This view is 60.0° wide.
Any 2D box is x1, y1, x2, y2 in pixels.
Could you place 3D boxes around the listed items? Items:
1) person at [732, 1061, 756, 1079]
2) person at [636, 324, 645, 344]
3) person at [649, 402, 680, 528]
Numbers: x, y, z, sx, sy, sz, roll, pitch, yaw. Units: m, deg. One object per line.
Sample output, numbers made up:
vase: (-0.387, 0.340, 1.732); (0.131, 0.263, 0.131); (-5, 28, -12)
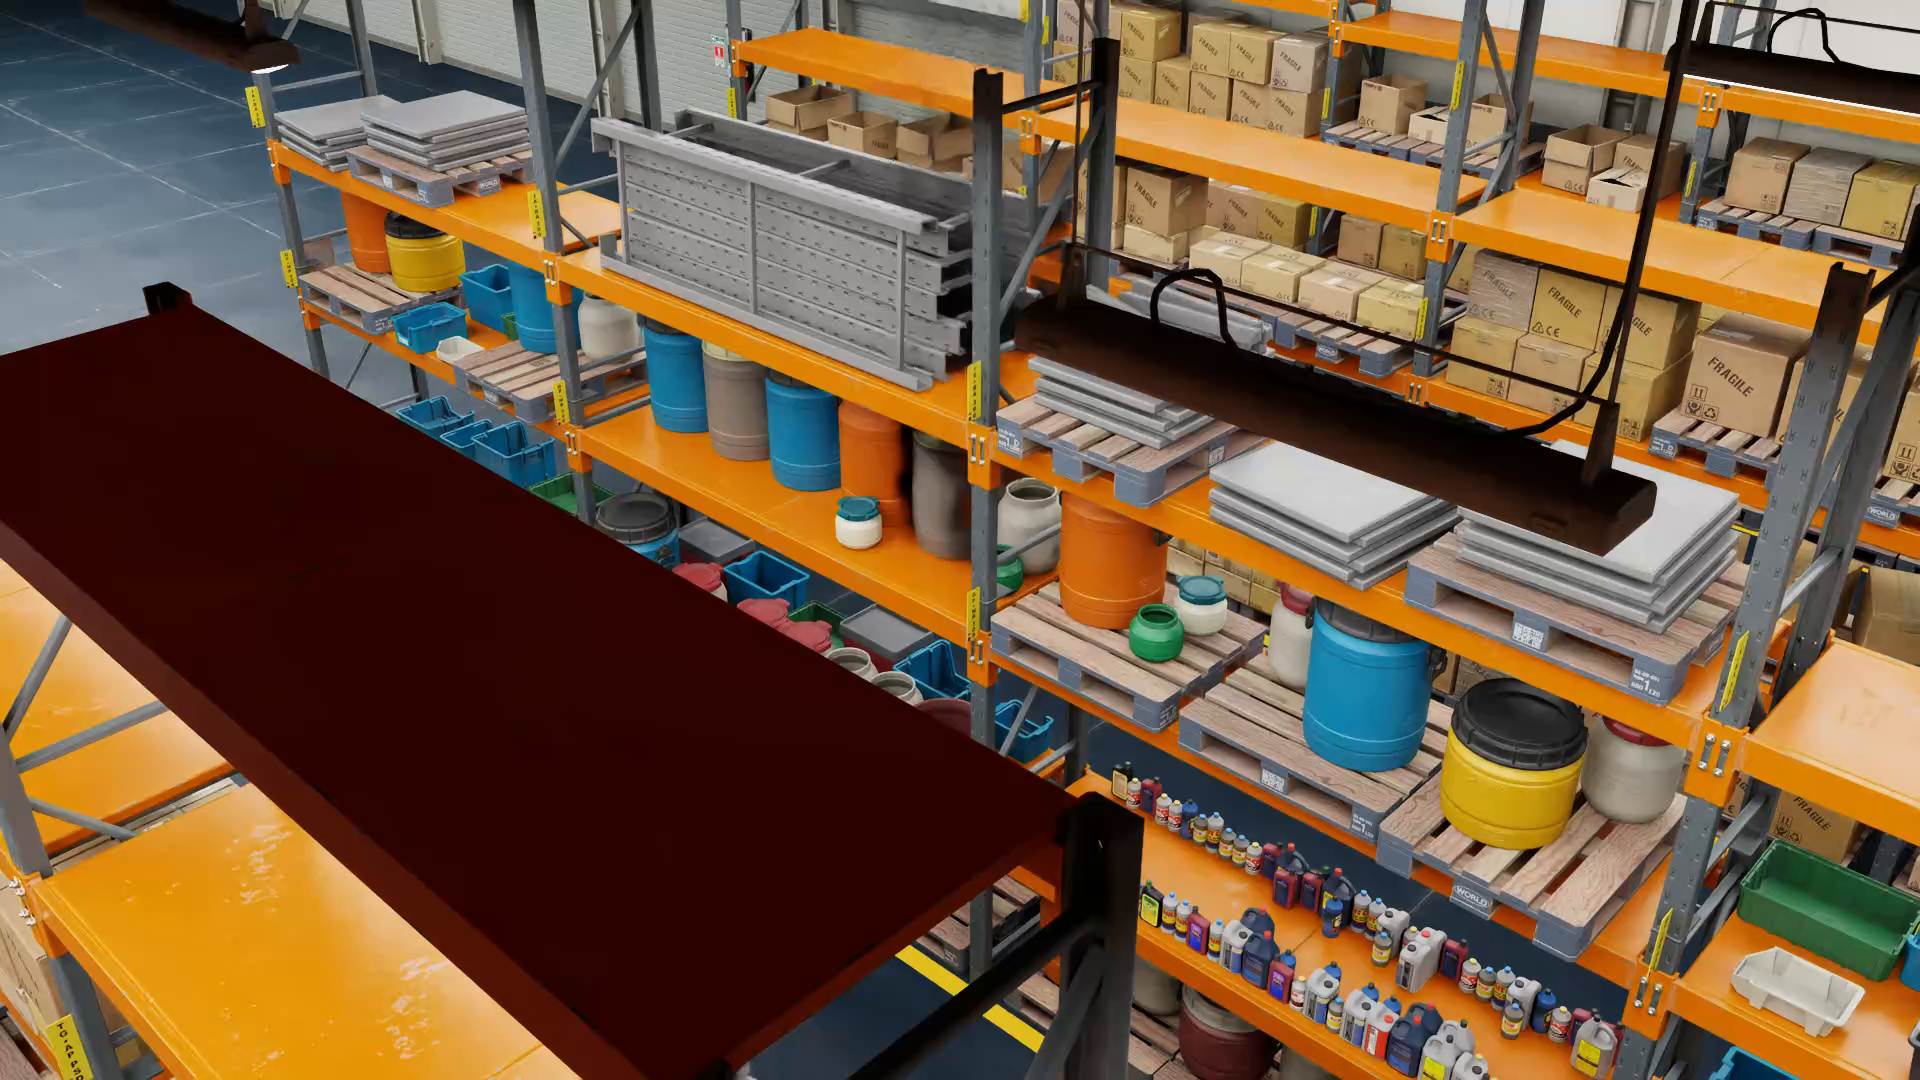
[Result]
person: (-1.345, 2.884, 9.427); (0.947, 1.674, 0.577); (20, 35, 31)
person: (-3.994, -2.804, 19.469); (0.802, 1.821, 0.668); (-3, 29, -5)
person: (-2.738, -0.574, 15.597); (0.550, 1.680, 0.794); (-19, 34, -30)
